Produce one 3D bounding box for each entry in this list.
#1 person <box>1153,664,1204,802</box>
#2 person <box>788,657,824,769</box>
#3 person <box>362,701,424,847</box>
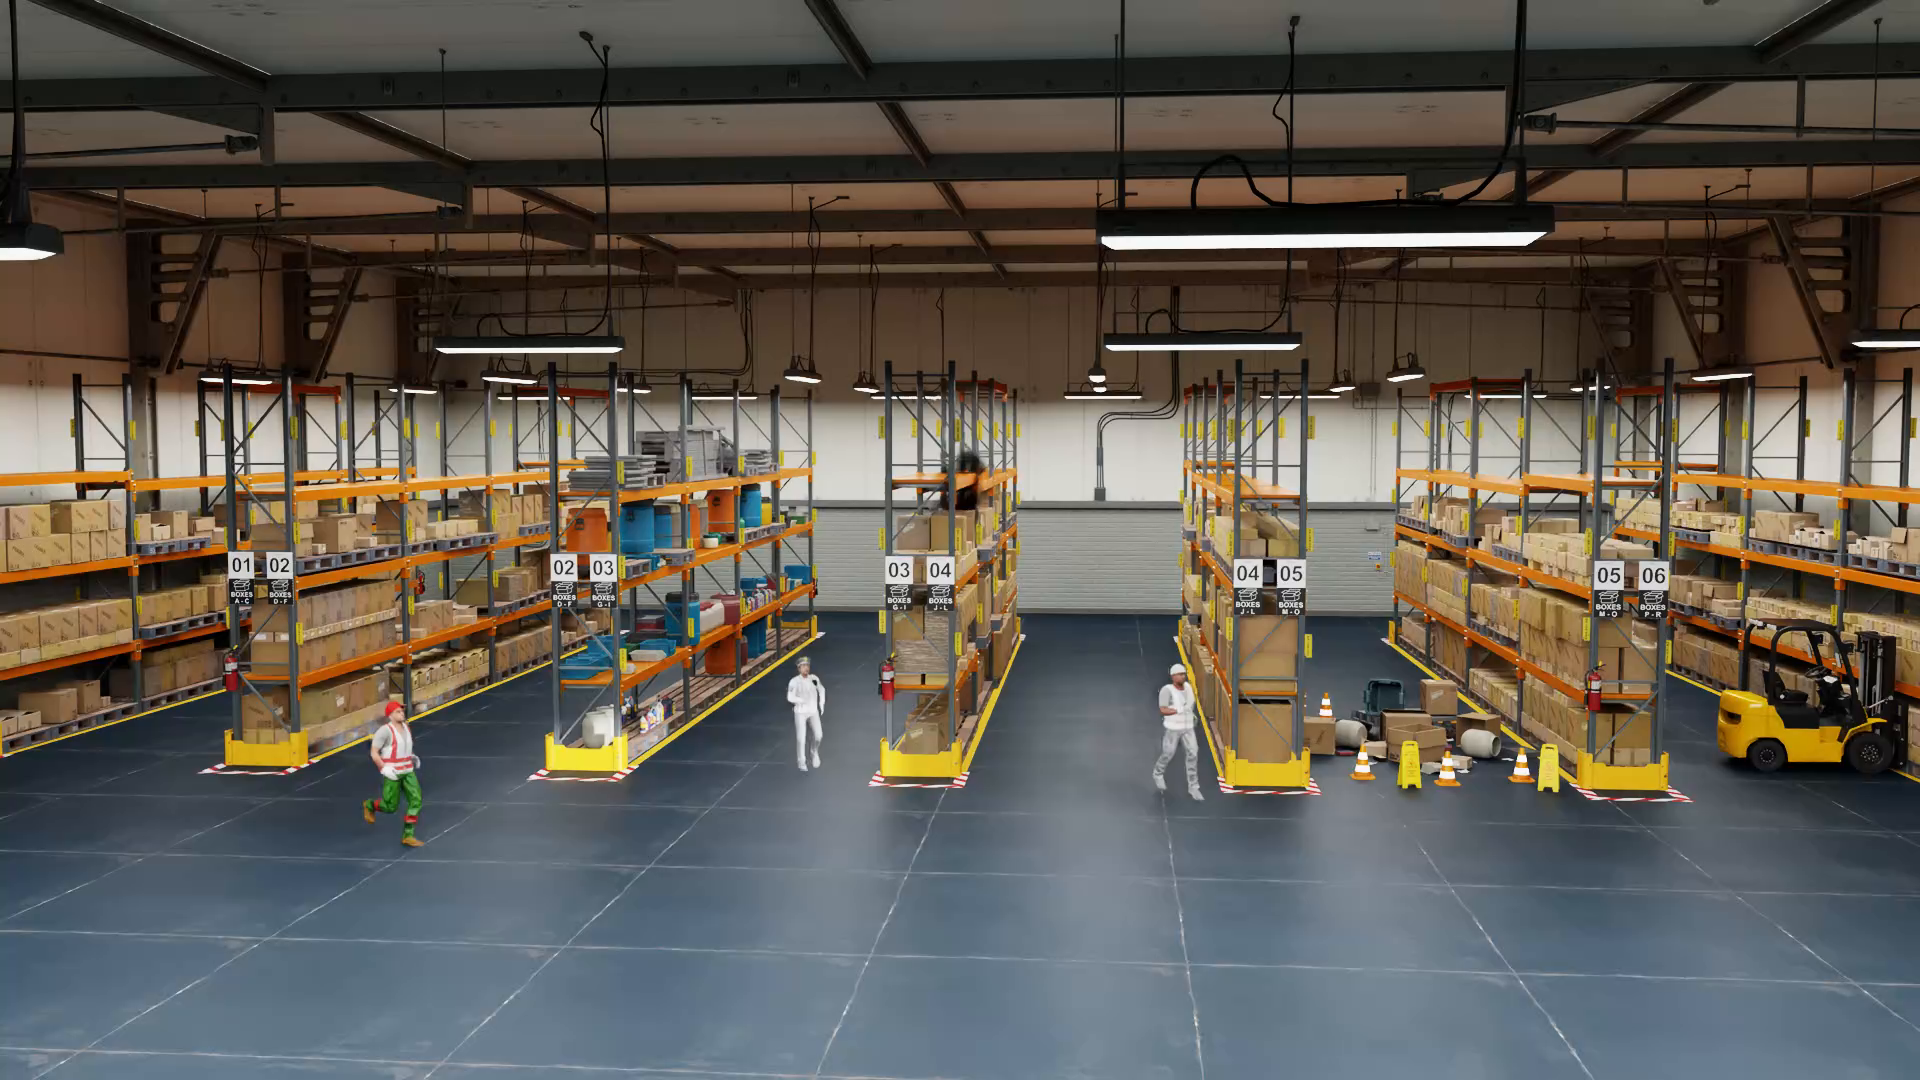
[{"bbox_3d":[2.985,2.600,22.744,0.677,1.821,0.916,-2,4,-27],"label":"person"},{"bbox_3d":[-2.242,2.545,24.360,0.572,1.678,0.612,-1,4,-20],"label":"person"},{"bbox_3d":[-6.854,2.814,20.173,0.840,1.724,0.643,2,4,31],"label":"person"}]
